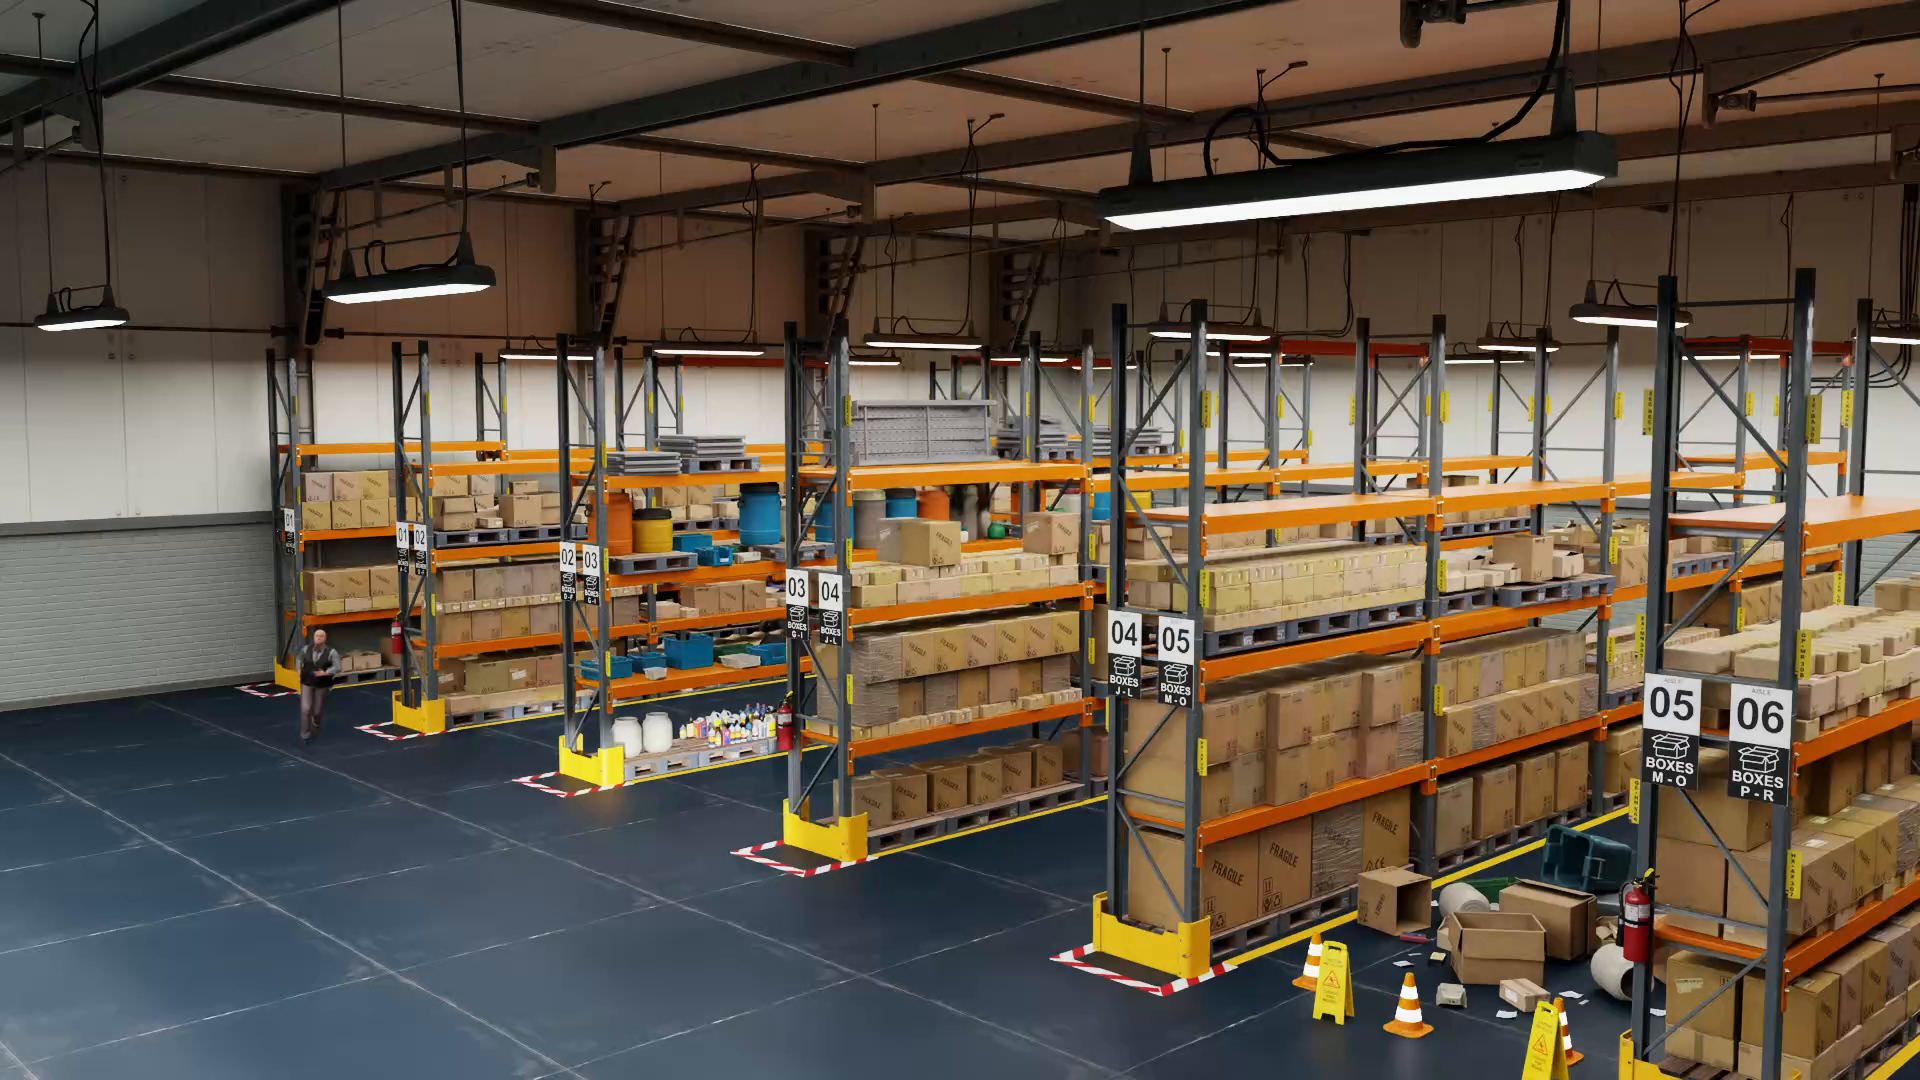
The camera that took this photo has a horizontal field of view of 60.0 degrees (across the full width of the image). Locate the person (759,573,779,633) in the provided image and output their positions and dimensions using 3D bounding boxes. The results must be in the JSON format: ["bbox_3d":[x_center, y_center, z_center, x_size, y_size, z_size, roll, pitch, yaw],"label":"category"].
[{"bbox_3d":[-3.710,1.489,33.198,0.709,1.722,0.587,-4,6,-39],"label":"person"}]

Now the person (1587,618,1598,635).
[{"bbox_3d":[9.785,2.080,25.493,0.799,1.846,0.686,-5,7,-44],"label":"person"}]

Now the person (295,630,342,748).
[{"bbox_3d":[-9.569,2.191,24.824,0.690,1.717,0.866,-1,5,-10],"label":"person"}]
